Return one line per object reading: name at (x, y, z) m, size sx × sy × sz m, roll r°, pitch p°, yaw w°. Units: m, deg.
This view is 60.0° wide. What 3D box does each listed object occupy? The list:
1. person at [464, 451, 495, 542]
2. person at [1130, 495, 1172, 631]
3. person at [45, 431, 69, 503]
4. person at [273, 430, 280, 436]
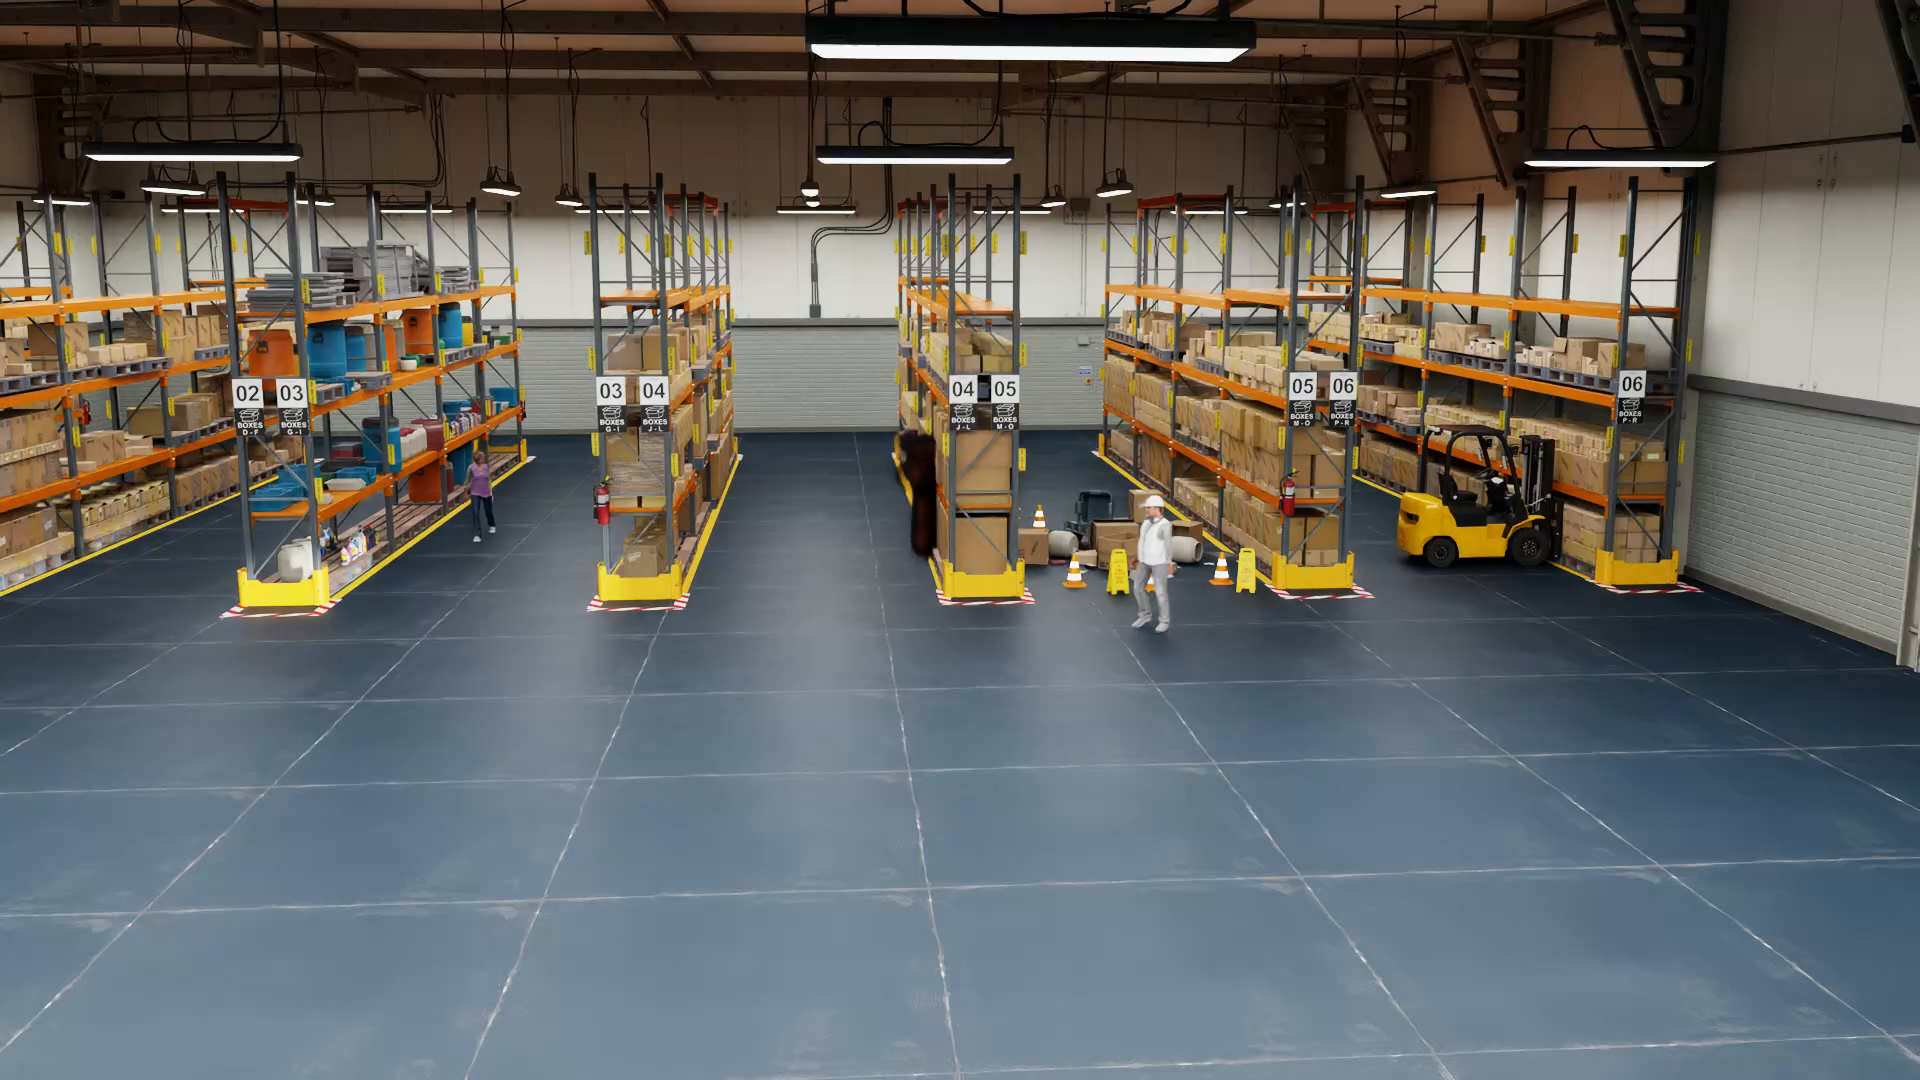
person at (-8.278, -0.780, 28.632) m, size 0.498 × 1.542 × 0.915 m, roll -1°, pitch 10°, yaw -7°
person at (2.522, 0.301, 21.866) m, size 0.370 × 1.800 × 0.619 m, roll -8°, pitch 13°, yaw -37°
person at (-16.883, -1.212, 30.976) m, size 0.621 × 1.677 × 0.908 m, roll -1°, pitch 10°, yaw -4°
person at (-16.918, -3.163, 41.816) m, size 0.696 × 1.642 × 0.485 m, roll 4°, pitch 11°, yaw 20°
